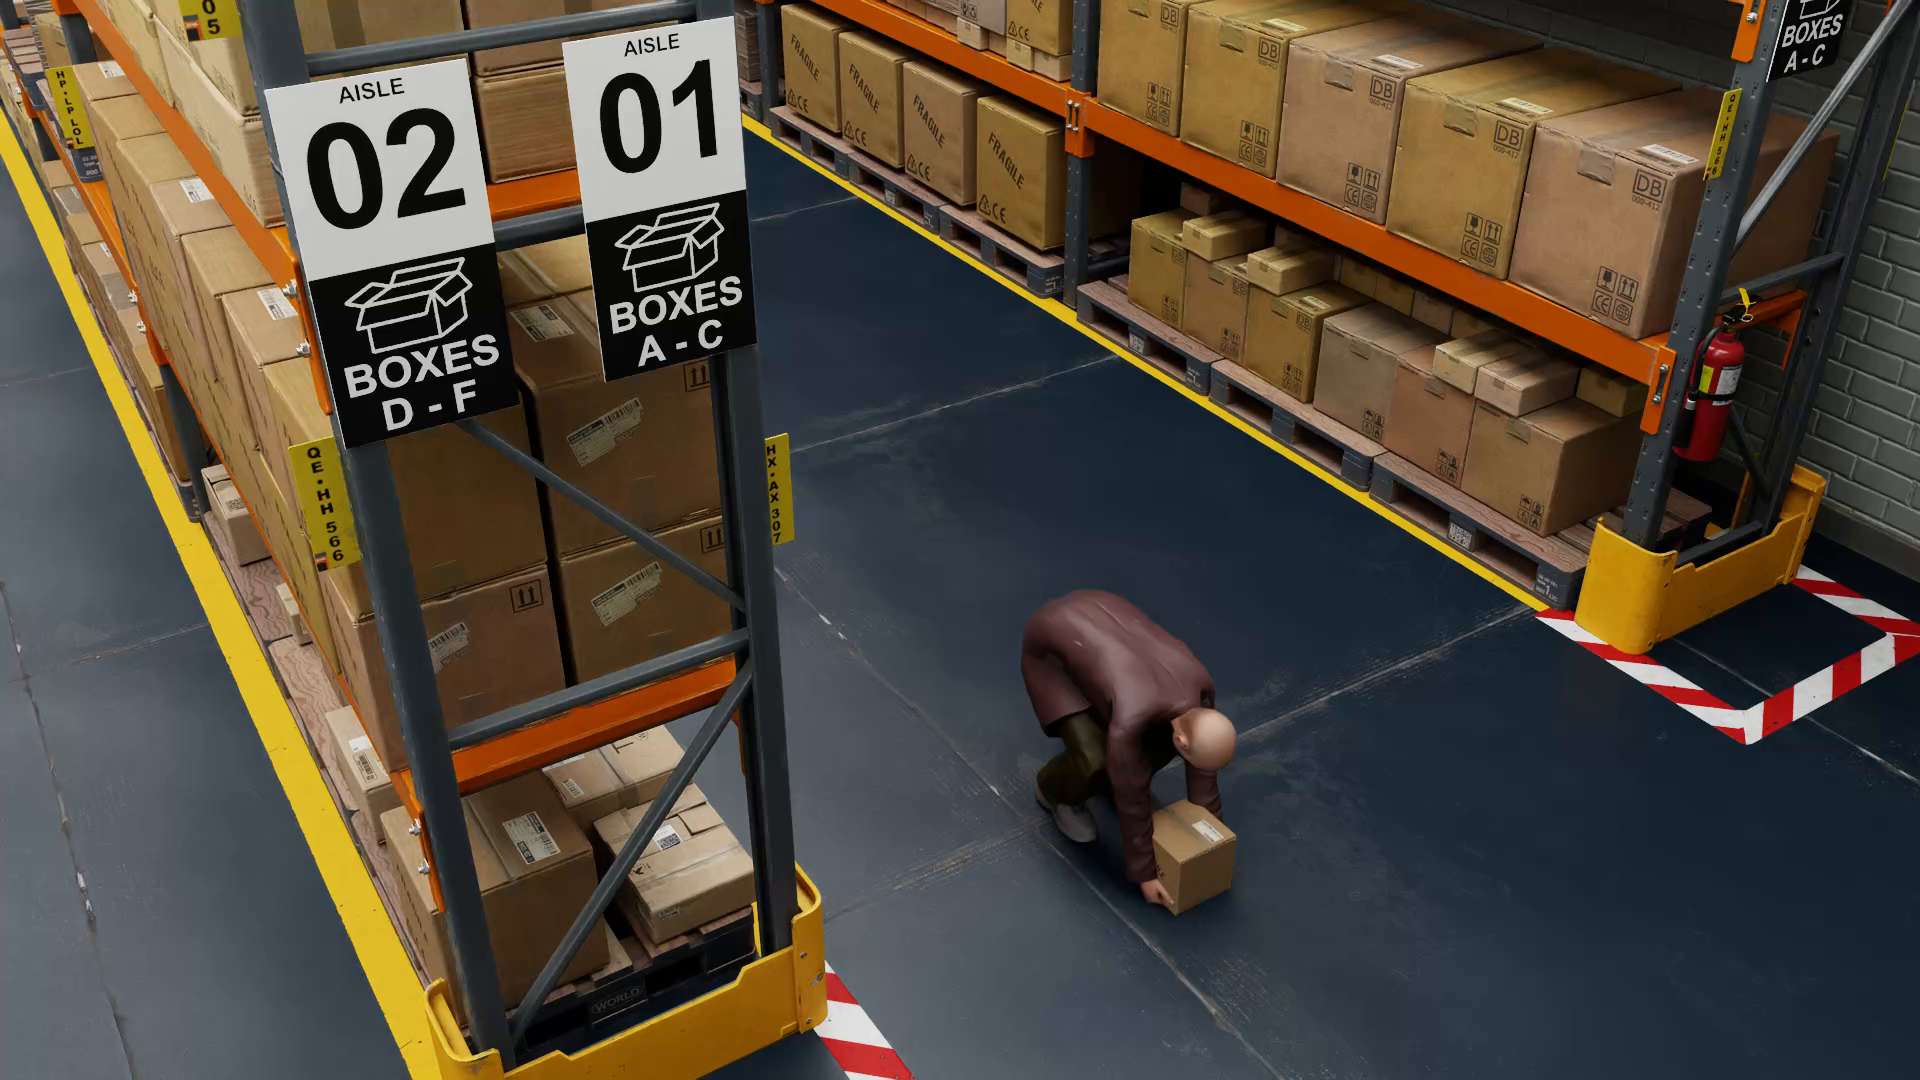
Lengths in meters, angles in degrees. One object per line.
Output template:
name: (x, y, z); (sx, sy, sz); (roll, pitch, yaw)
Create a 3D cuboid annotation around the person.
person: (0.593, 0.693, 5.895); (0.586, 0.909, 0.951); (-20, 38, -29)
